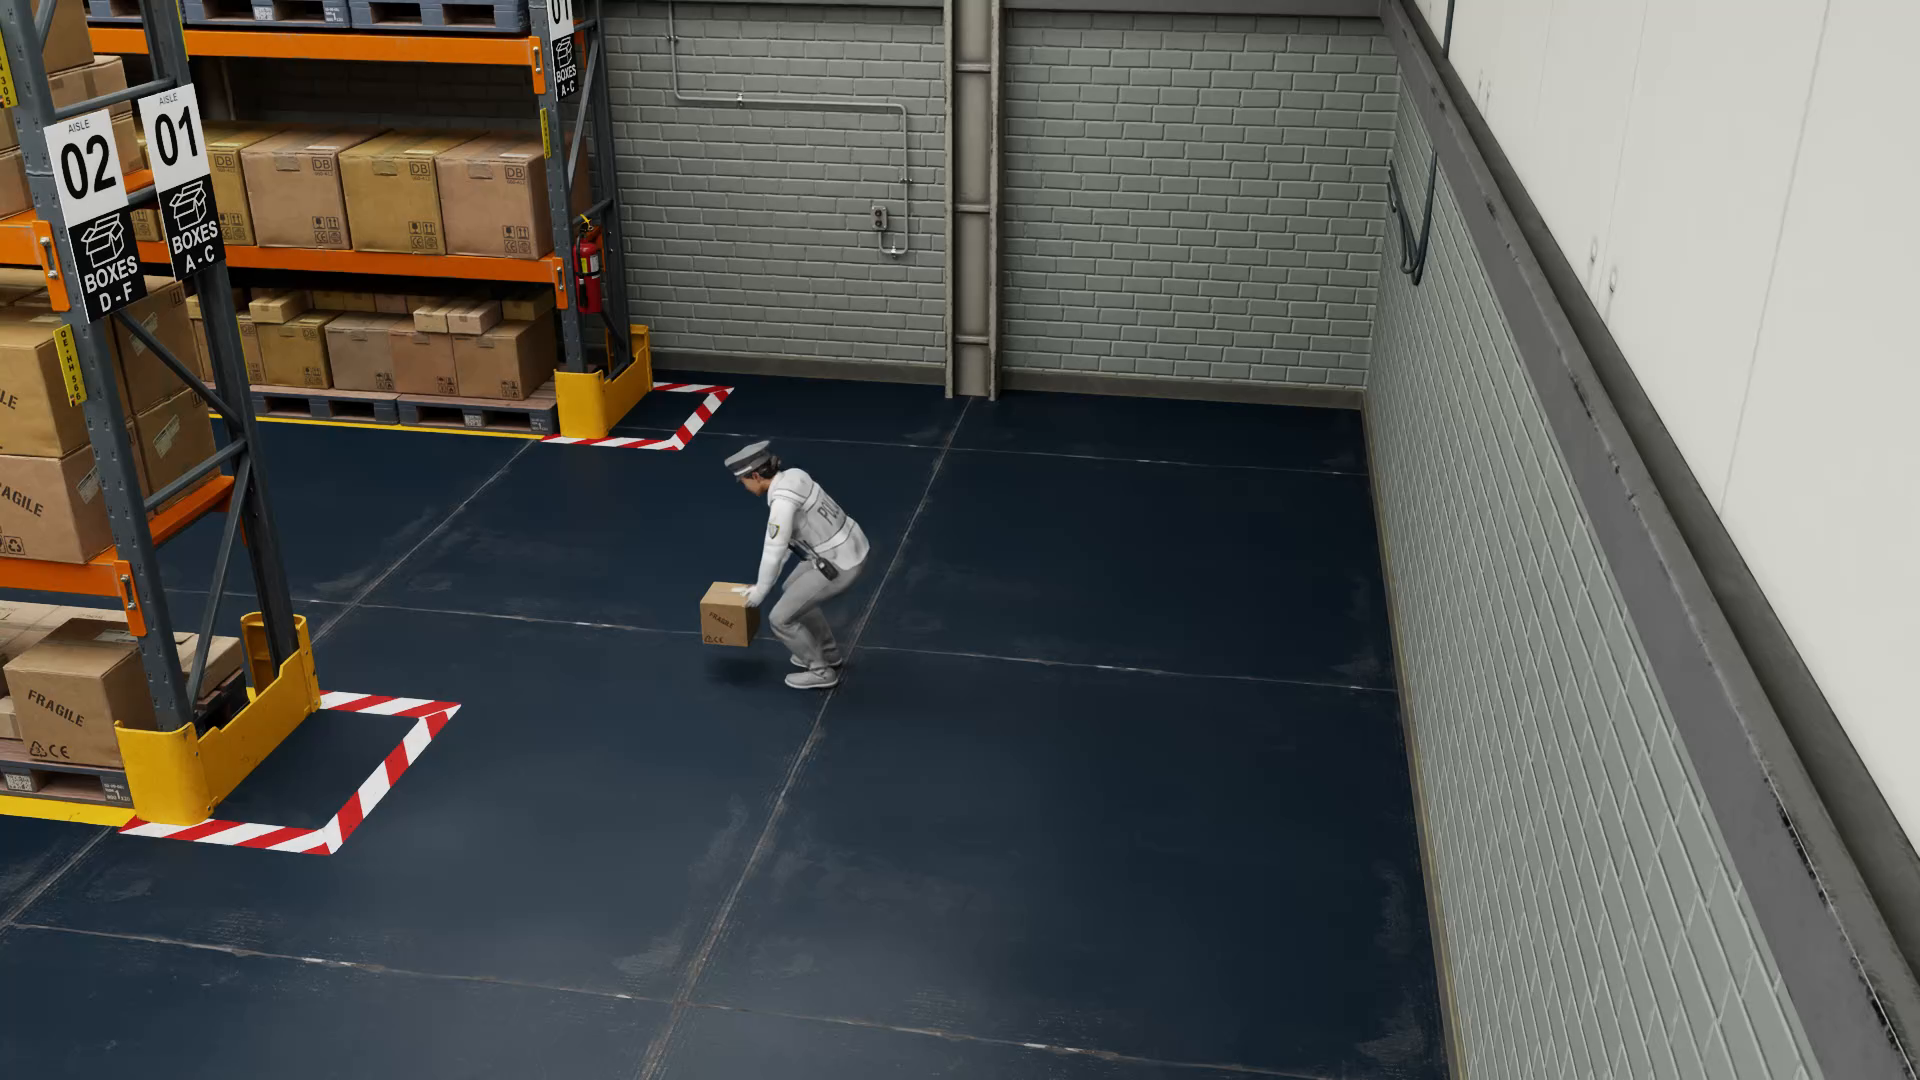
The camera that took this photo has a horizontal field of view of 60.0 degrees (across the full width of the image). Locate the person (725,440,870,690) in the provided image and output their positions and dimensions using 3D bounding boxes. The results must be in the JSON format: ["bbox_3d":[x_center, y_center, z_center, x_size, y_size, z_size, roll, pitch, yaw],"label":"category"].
[{"bbox_3d":[-0.845,0.132,8.707,0.723,1.349,0.535,4,25,9],"label":"person"}]
